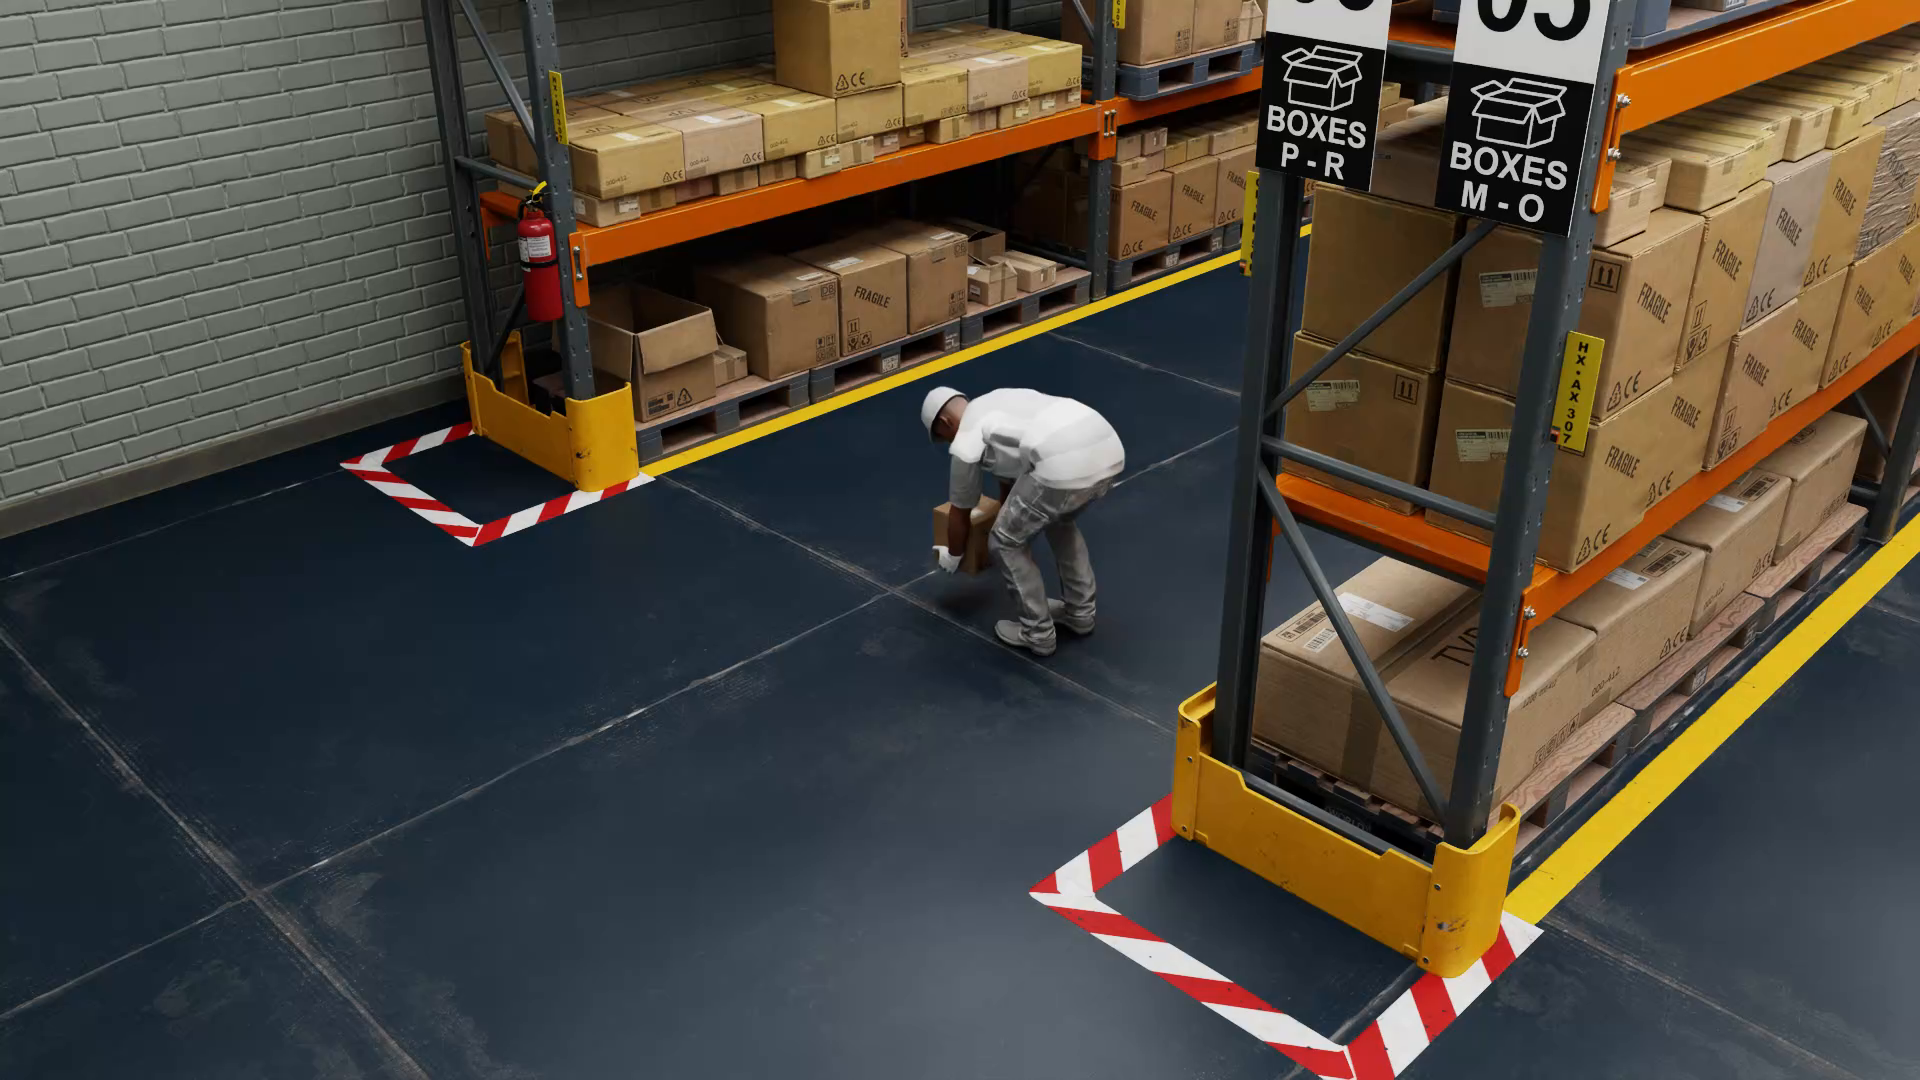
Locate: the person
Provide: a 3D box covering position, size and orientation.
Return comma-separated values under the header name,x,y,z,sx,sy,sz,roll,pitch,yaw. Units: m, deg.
name,x,y,z,sx,sy,sz,roll,pitch,yaw
person,0.223,-0.136,7.121,0.991,1.075,0.513,23,35,37
